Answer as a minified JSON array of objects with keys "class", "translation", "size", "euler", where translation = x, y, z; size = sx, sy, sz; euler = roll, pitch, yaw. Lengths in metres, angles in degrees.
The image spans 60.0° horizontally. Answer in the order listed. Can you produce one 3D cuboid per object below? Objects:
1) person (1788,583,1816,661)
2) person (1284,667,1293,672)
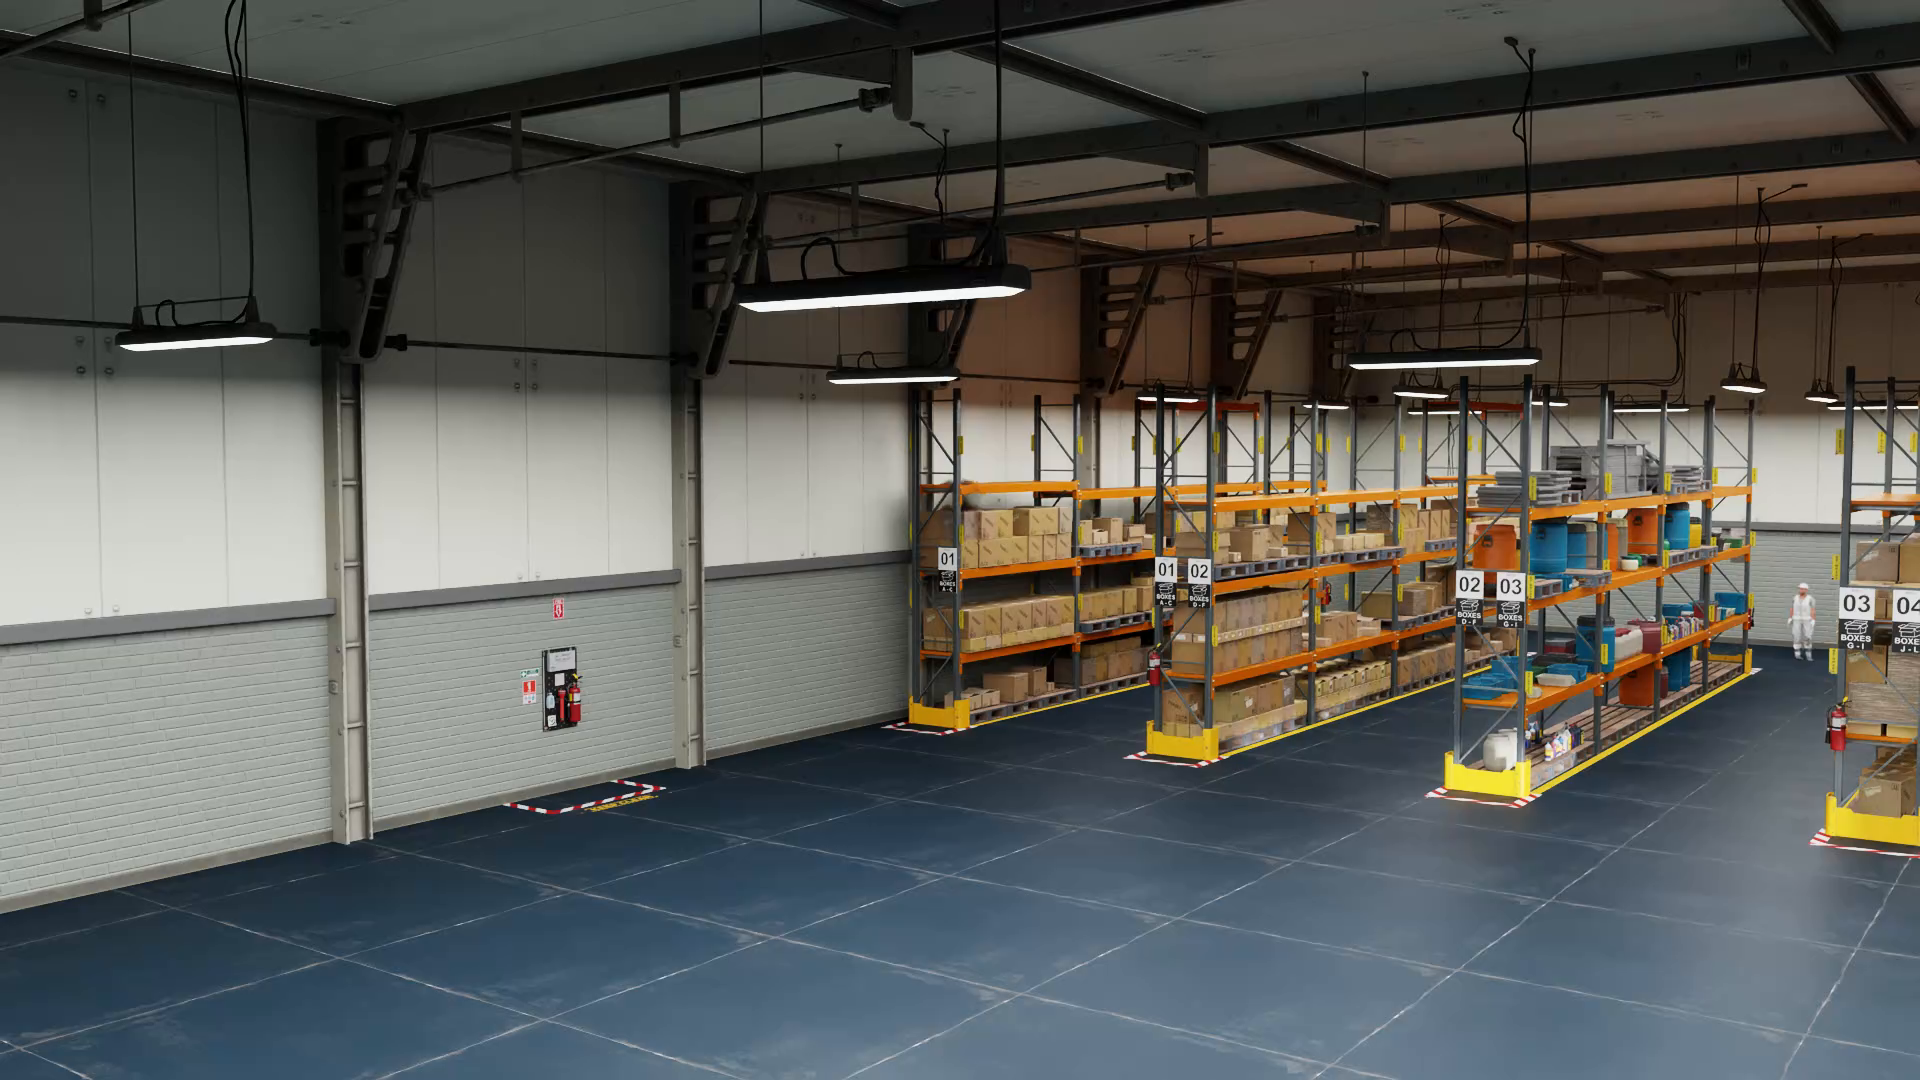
[{"class":"person","translation":[19.669,1.926,38.871],"size":[0.569,1.848,0.427],"euler":[2,4,26]},{"class":"person","translation":[6.813,2.161,34.712],"size":[0.660,1.722,1.054],"euler":[2,4,35]}]
